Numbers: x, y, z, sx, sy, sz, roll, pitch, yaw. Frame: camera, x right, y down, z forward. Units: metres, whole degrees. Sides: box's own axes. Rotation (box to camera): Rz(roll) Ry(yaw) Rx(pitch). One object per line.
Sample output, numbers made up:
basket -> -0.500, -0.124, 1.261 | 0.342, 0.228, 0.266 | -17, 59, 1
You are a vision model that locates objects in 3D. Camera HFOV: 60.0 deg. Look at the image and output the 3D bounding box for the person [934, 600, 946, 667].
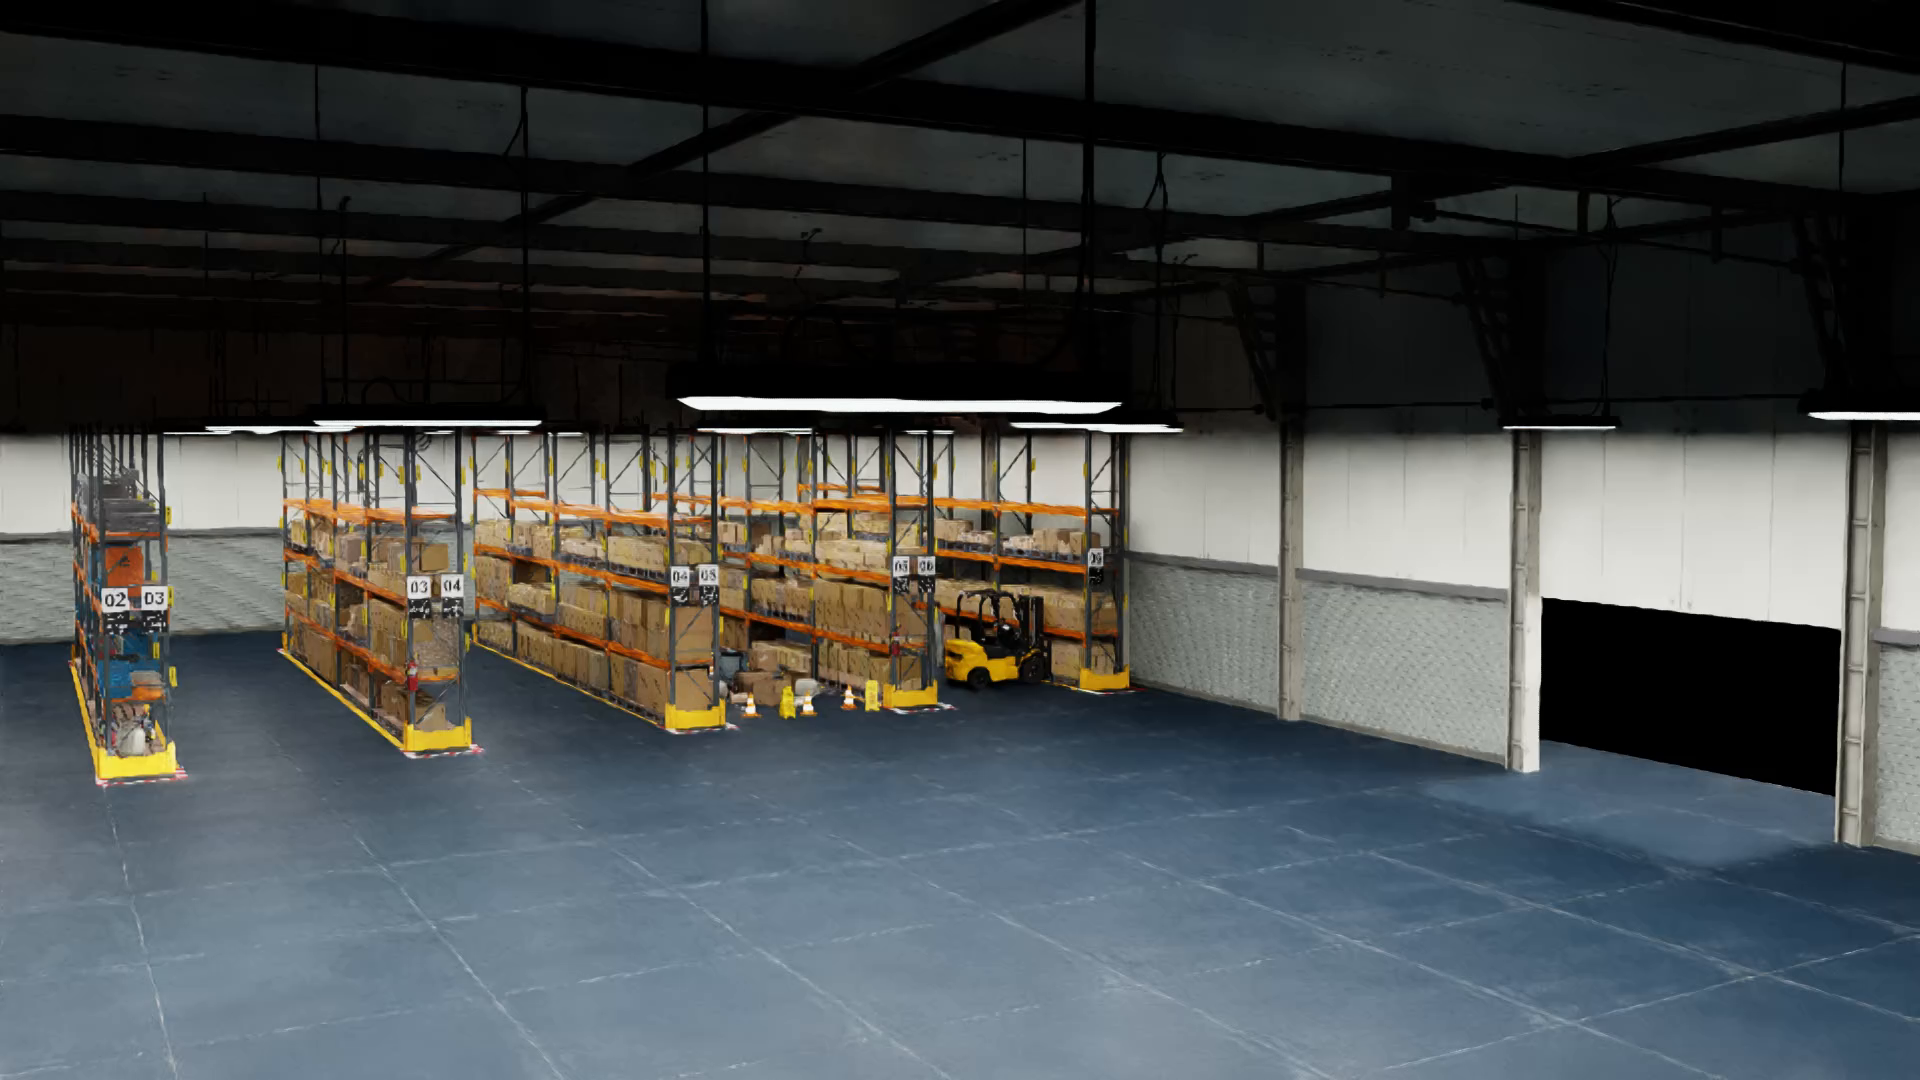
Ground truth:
person -> -0.556, 2.315, 41.408 | 0.496, 1.677, 0.432 | 2, 4, 29
